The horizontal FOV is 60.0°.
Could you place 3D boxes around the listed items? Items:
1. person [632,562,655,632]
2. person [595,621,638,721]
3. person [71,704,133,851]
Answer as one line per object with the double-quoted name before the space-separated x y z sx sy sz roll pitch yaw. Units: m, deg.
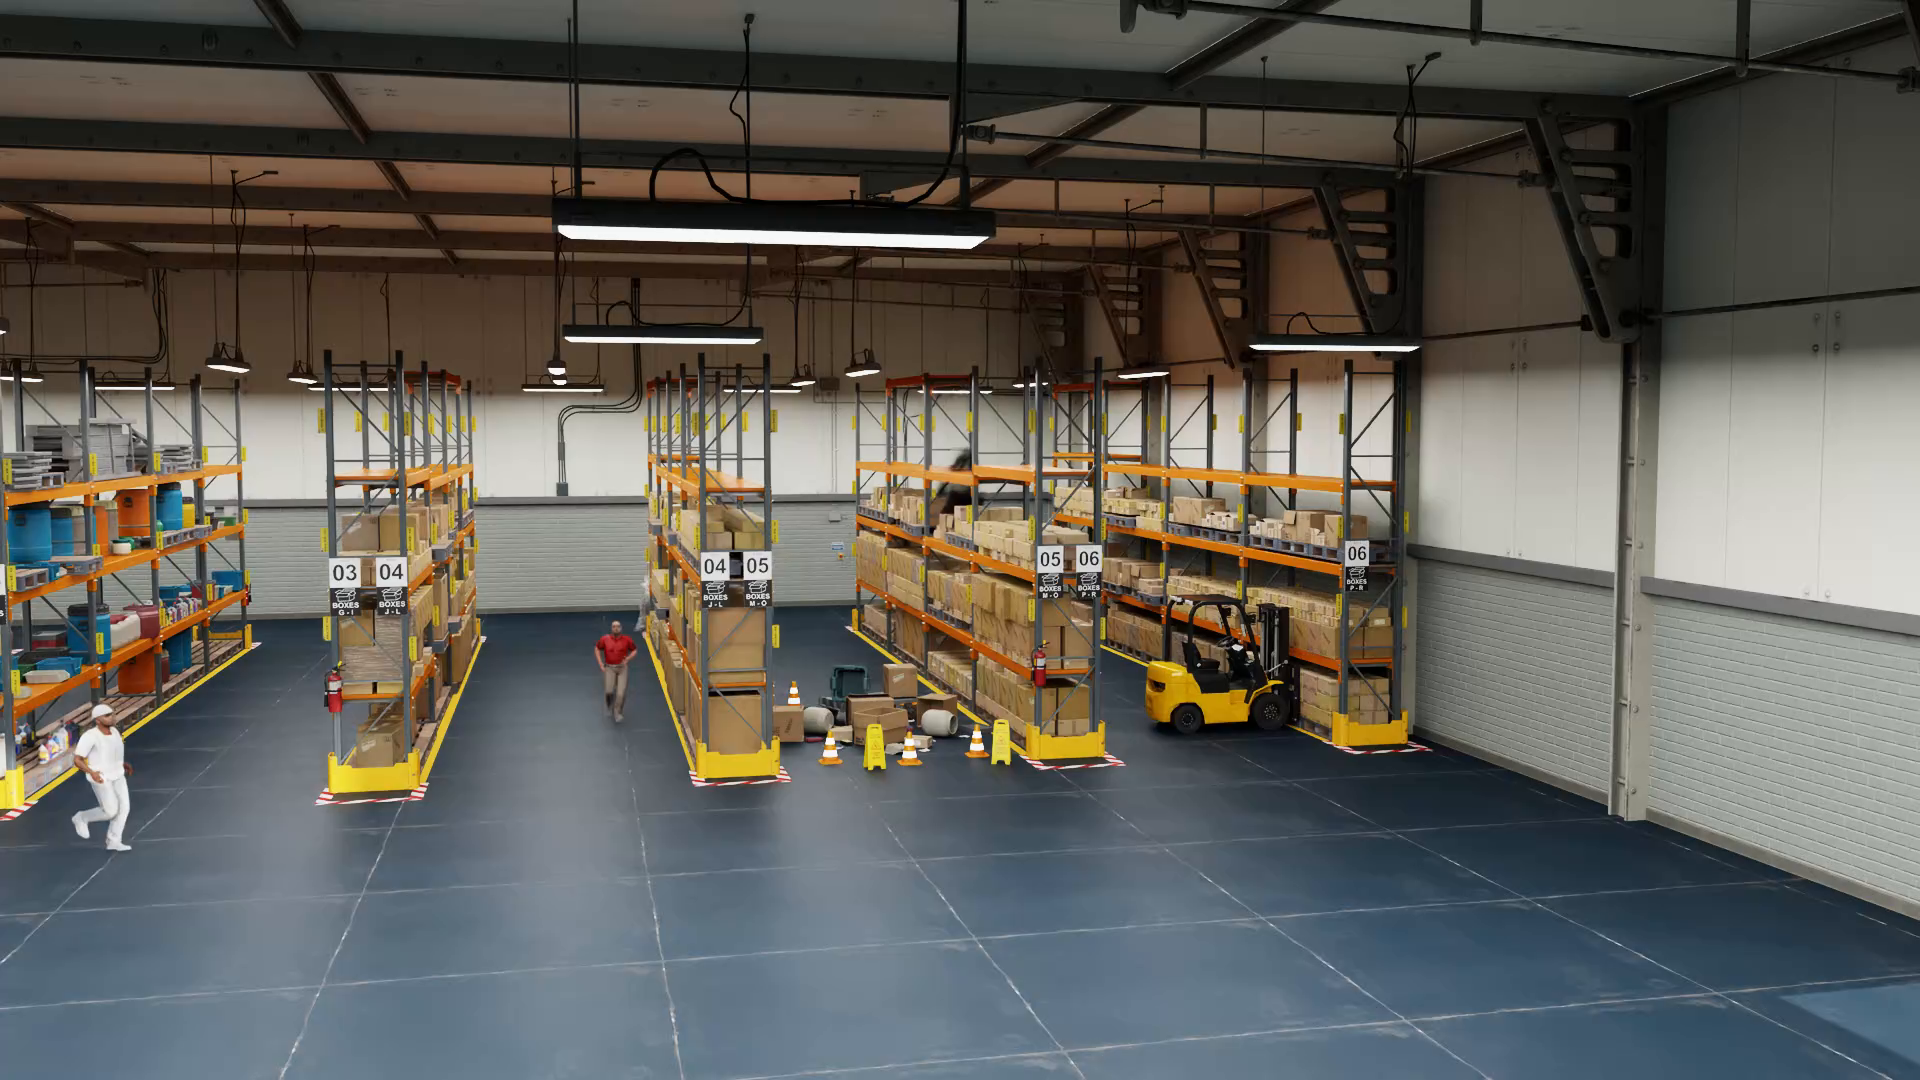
"person" -7.411 1.336 40.182 0.916 1.808 0.711 -2 5 -28
"person" -5.775 2.208 27.965 0.710 1.697 0.563 -1 4 -13
"person" -10.072 2.790 19.546 0.703 1.729 0.700 1 4 15
